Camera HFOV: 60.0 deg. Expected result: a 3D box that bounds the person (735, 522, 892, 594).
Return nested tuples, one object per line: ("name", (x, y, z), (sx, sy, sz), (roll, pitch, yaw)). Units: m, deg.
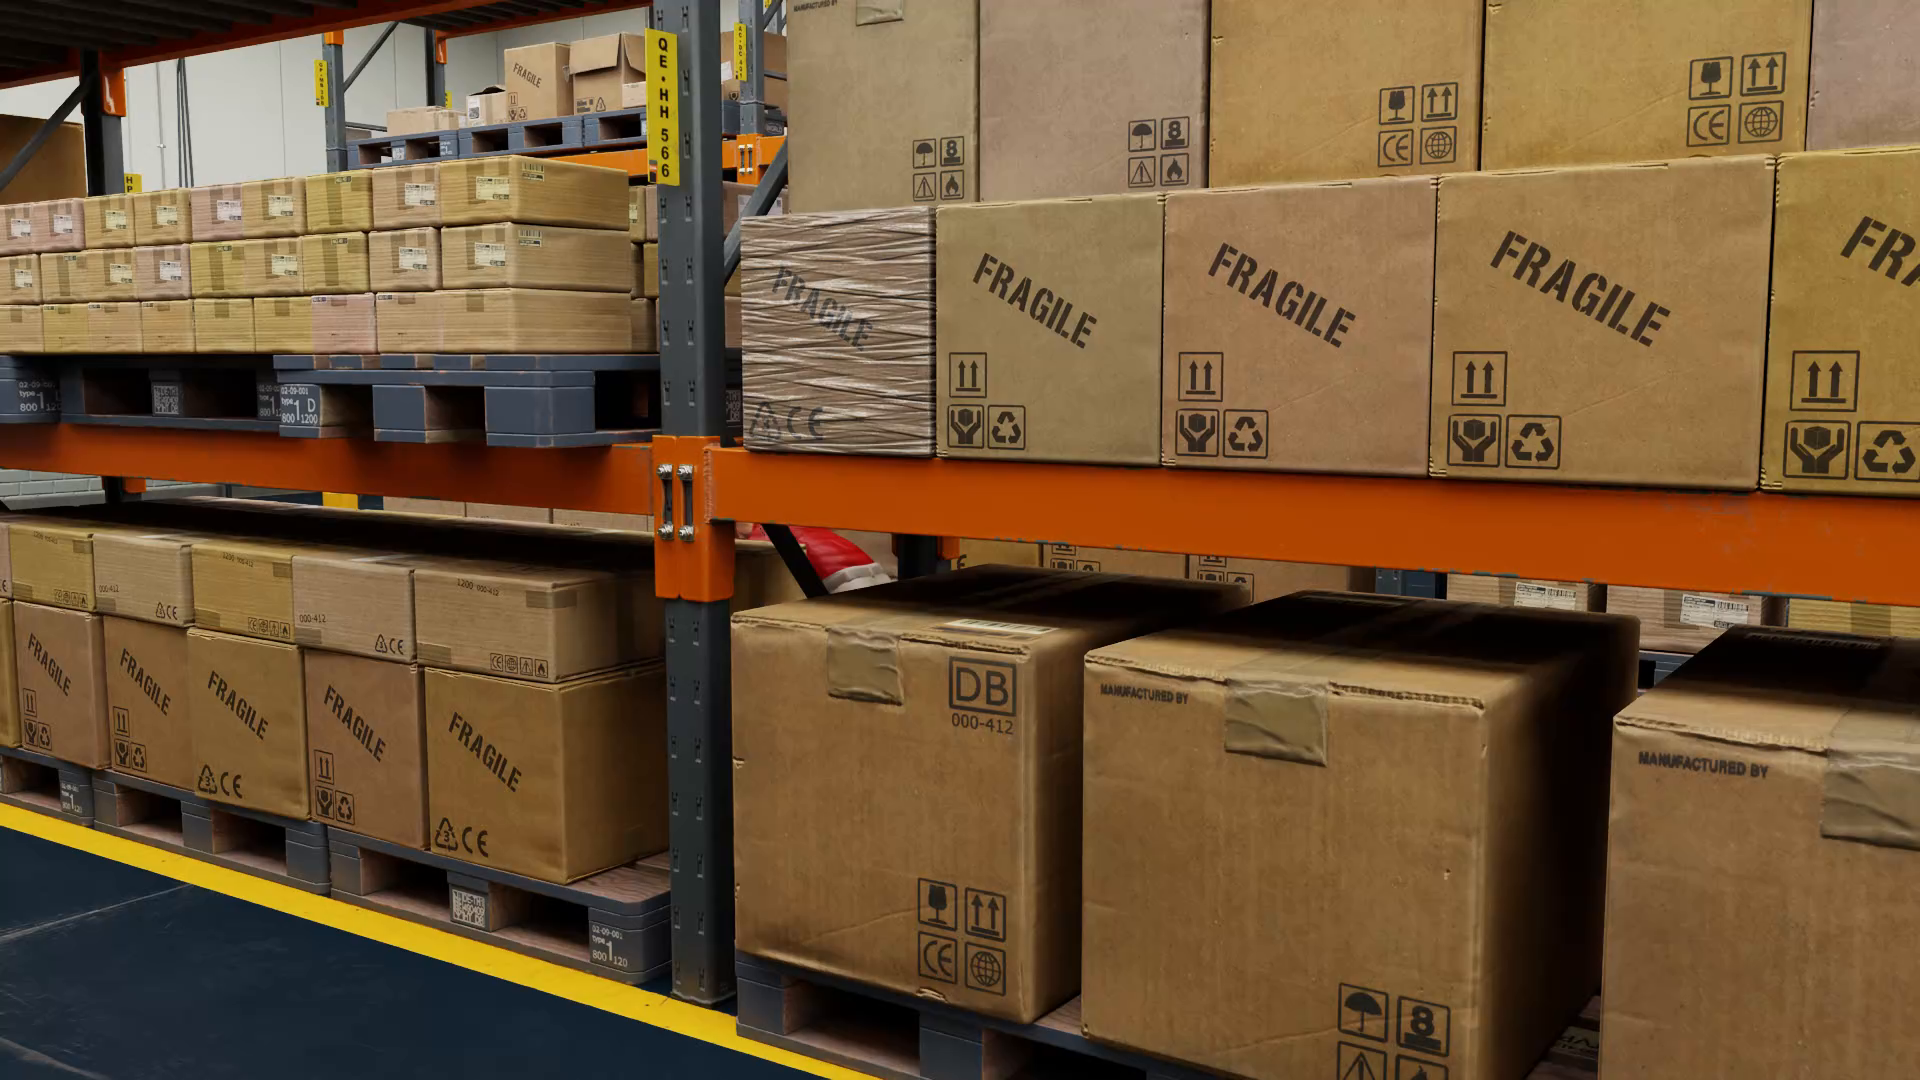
("person", (-0.733, 0.280, 7.842), (0.881, 0.855, 0.545), (4, 7, 33))
